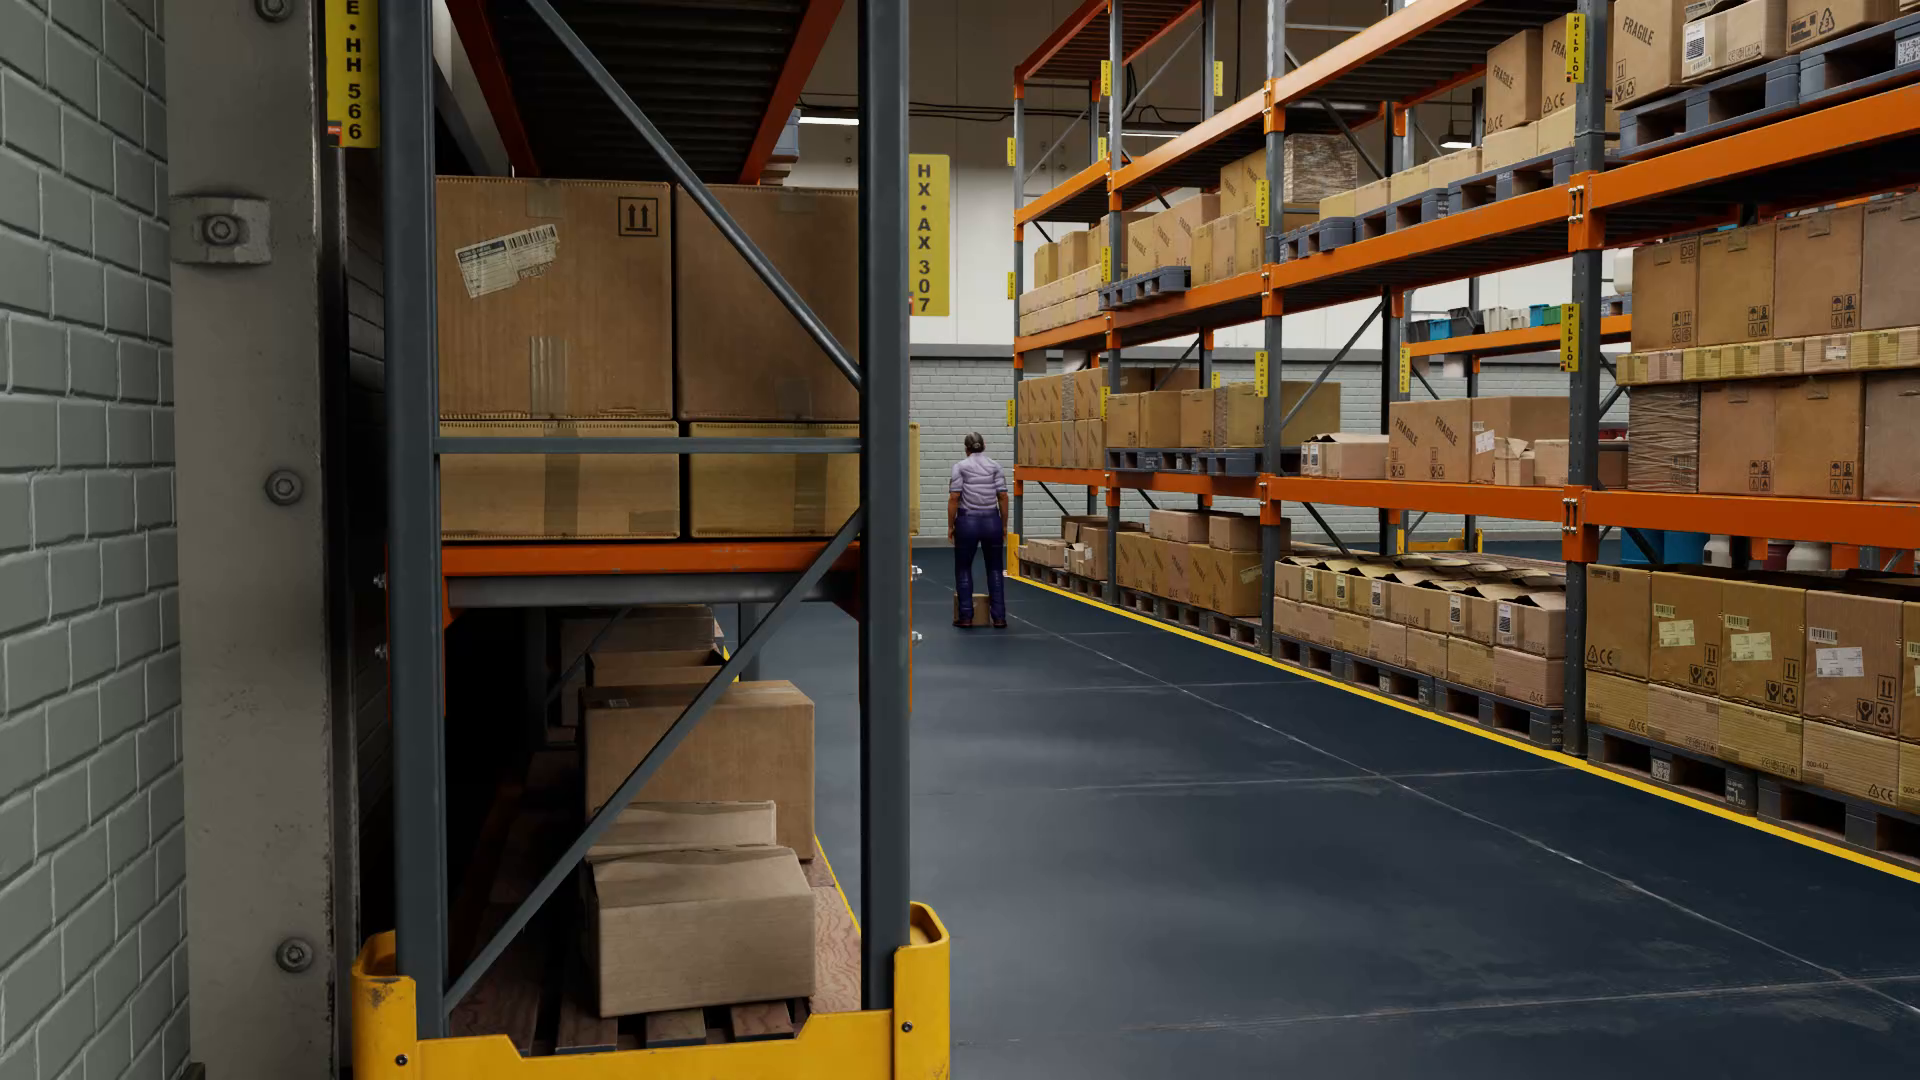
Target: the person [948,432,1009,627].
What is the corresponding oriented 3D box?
[{"bbox_3d":[0.153,-0.088,14.033,0.537,1.651,0.418,-1,3,-11],"label":"person"}]
